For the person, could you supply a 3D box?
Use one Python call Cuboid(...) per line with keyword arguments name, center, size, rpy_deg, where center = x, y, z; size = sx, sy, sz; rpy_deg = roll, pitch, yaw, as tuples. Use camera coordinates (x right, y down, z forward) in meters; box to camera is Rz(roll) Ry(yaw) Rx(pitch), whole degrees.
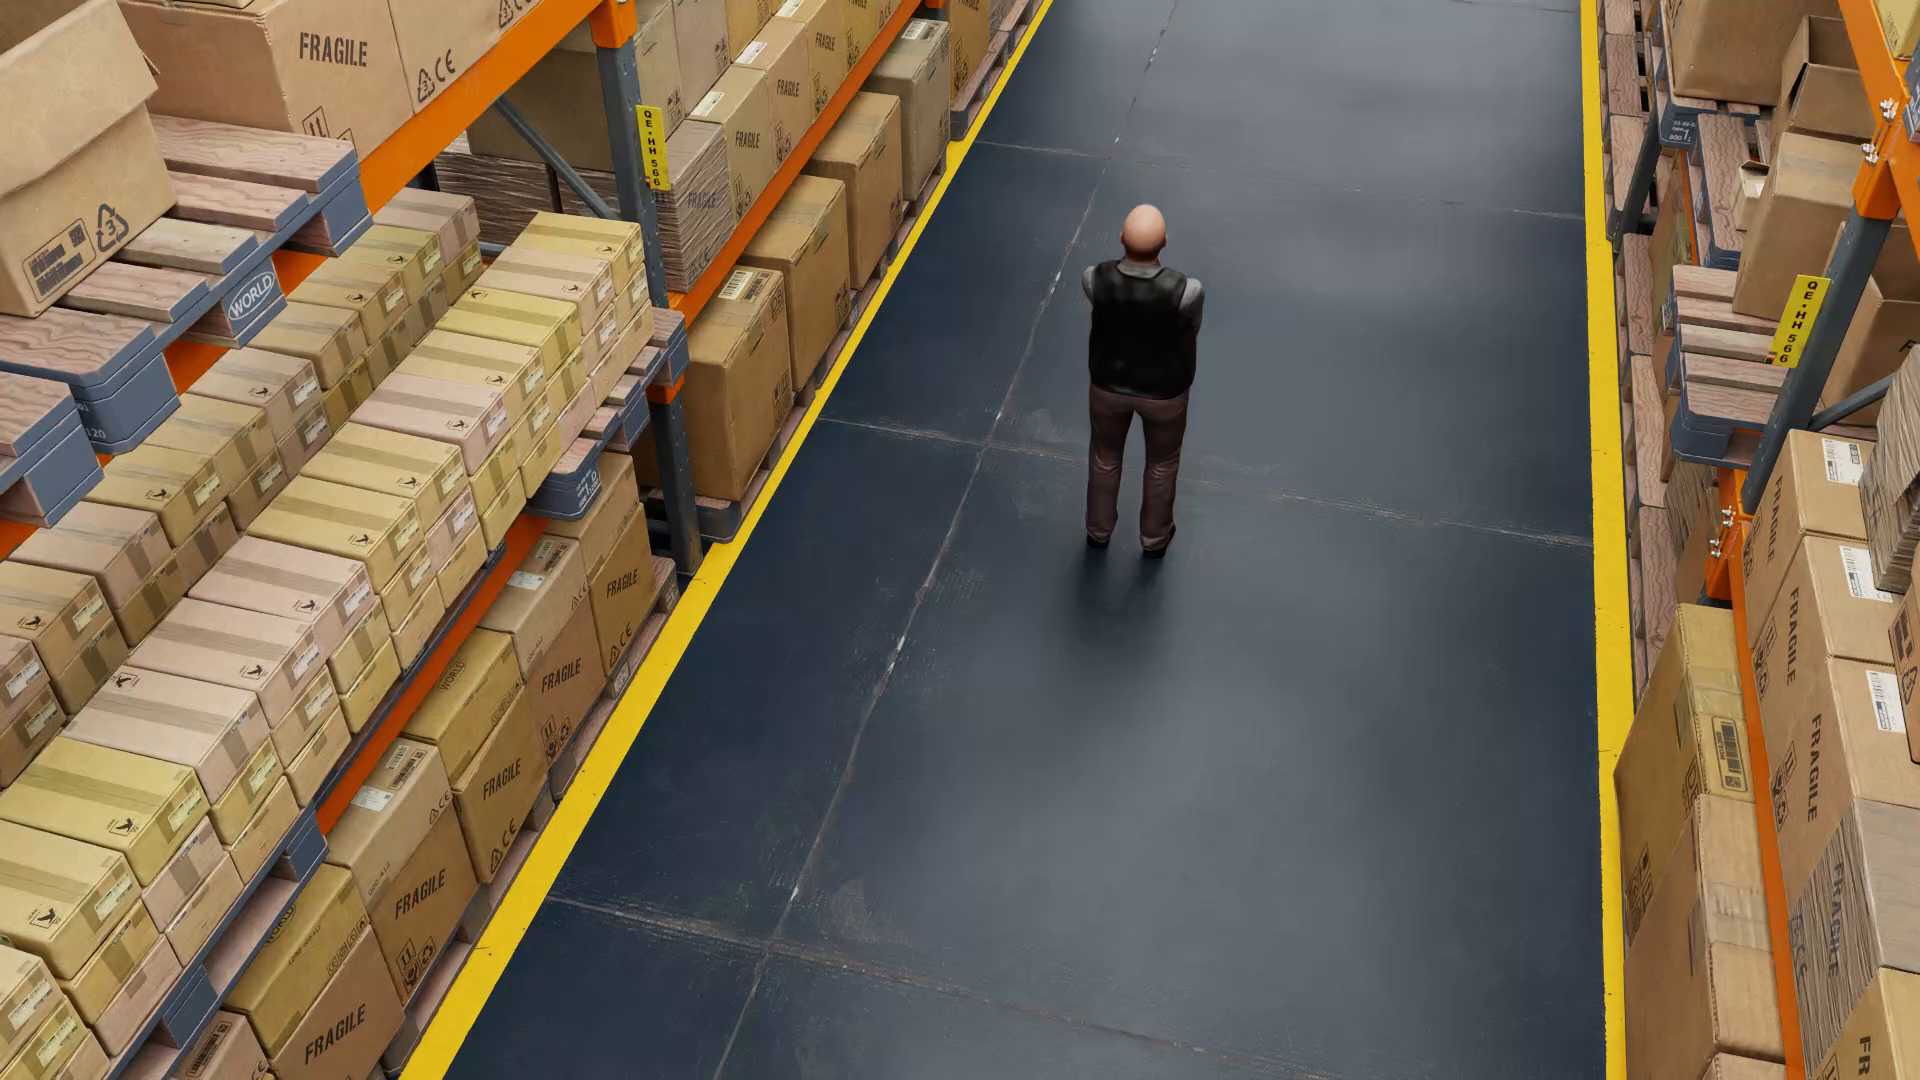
Cuboid(name="person", center=(0.758, -0.708, 7.006), size=(0.494, 1.711, 0.551), rpy_deg=(11, 42, 12))
